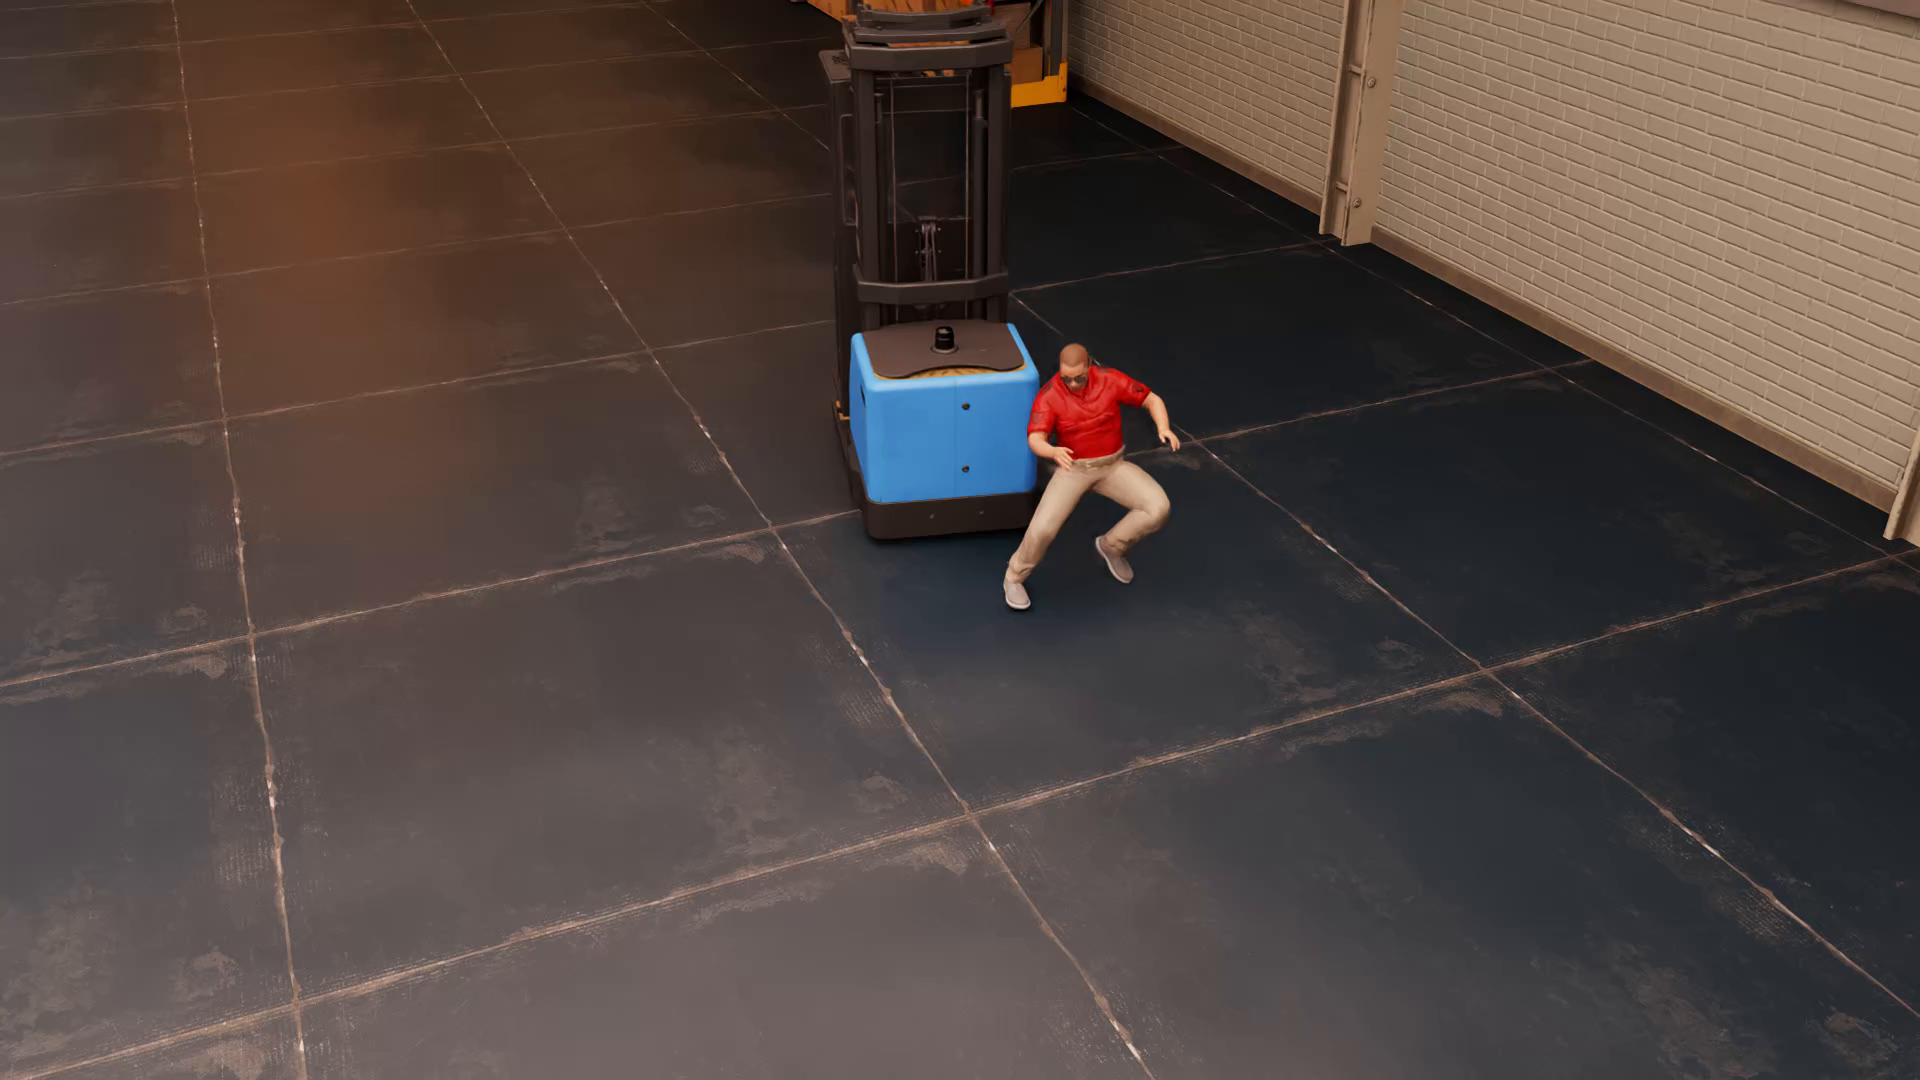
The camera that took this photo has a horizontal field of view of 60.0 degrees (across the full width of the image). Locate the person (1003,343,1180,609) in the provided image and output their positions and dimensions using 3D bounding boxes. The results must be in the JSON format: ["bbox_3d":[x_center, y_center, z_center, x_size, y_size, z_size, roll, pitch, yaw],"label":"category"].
[{"bbox_3d":[0.712,-0.340,9.172,0.916,1.474,0.785,-2,30,-3],"label":"person"}]

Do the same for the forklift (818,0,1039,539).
[{"bbox_3d":[-0.278,-1.991,10.602,1.130,2.935,3.031,-5,30,-8],"label":"forklift"}]
